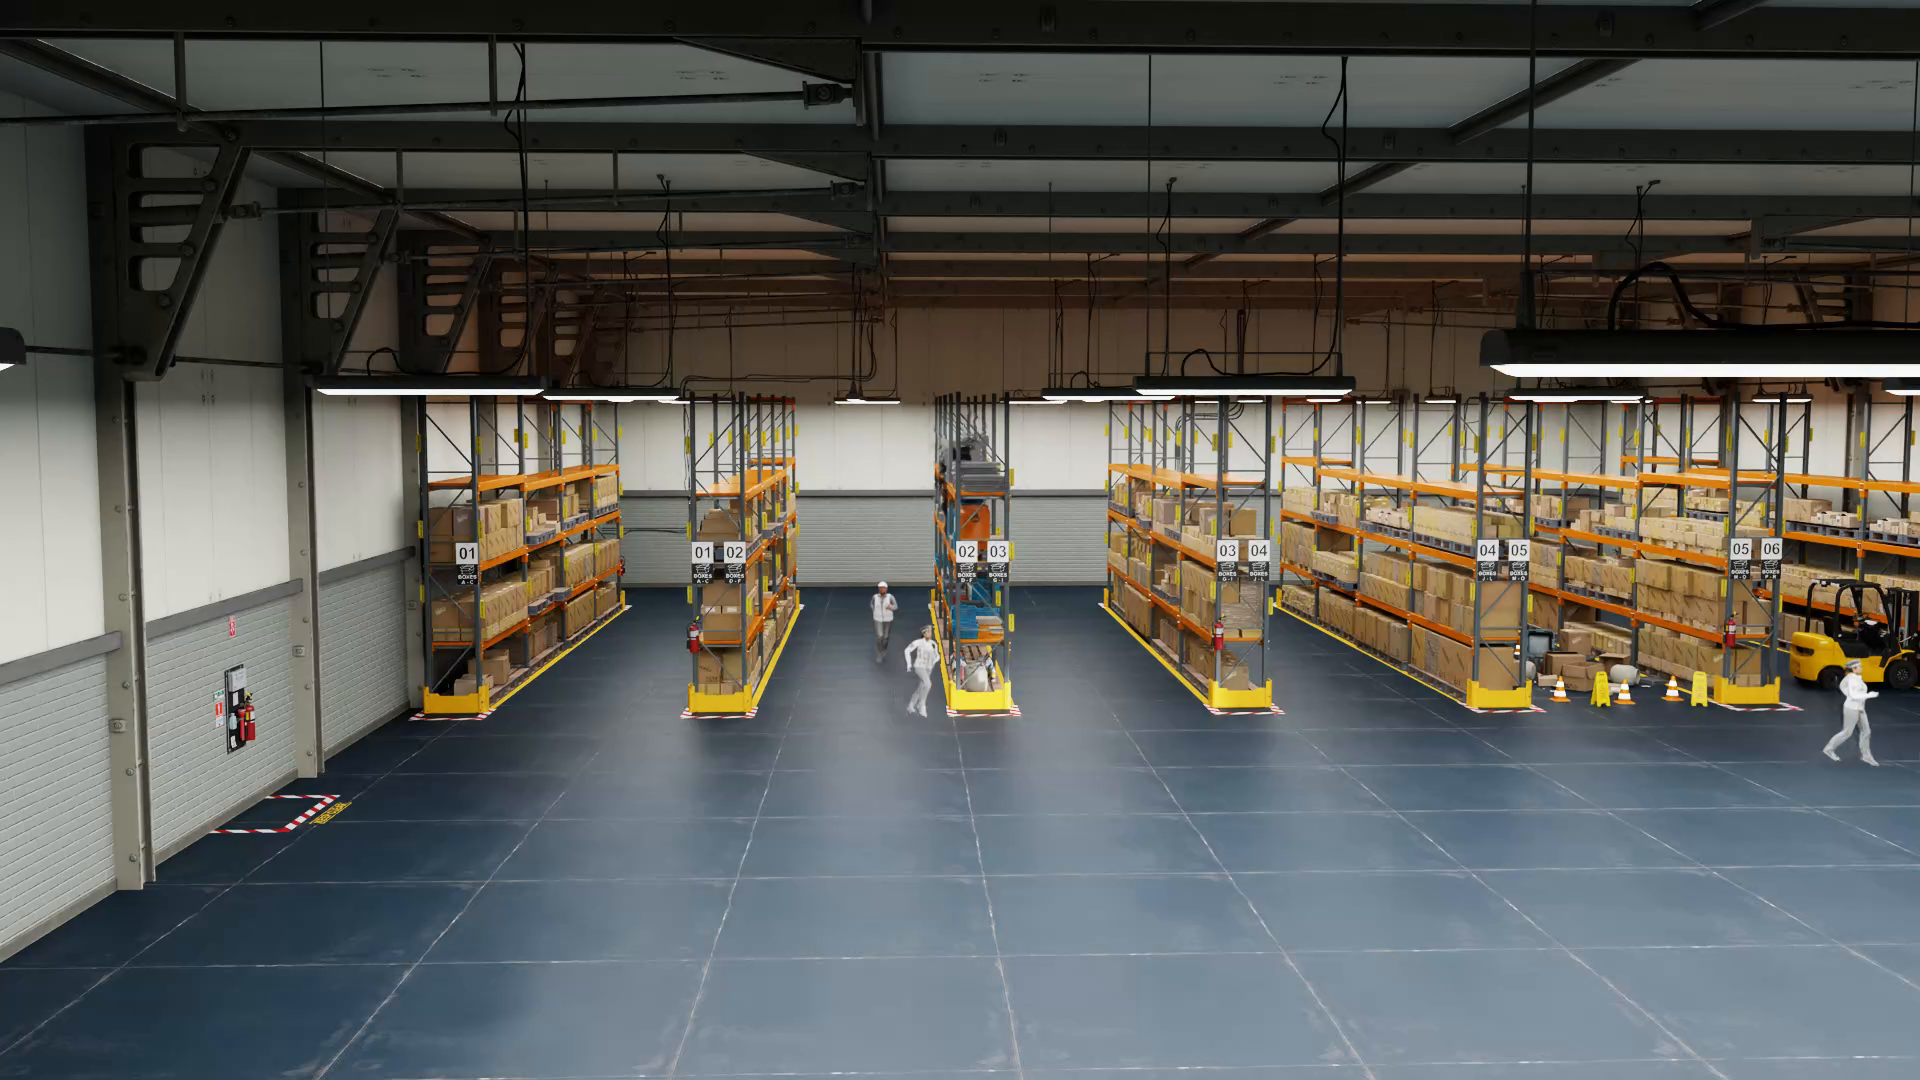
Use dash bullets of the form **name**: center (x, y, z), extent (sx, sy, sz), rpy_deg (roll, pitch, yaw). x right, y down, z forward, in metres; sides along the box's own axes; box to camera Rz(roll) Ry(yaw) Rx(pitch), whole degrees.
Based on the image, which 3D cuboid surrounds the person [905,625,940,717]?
- **person**: center (-0.651, 2.407, 30.910), extent (0.595, 1.663, 0.659), rpy_deg (-3, 6, -37)

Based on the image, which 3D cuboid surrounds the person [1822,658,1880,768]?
- **person**: center (14.255, 2.737, 26.543), extent (0.812, 1.734, 0.602), rpy_deg (4, 6, 37)

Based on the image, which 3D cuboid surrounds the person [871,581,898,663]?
- **person**: center (-1.707, 1.848, 37.528), extent (0.628, 1.843, 0.781), rpy_deg (0, 5, -2)
